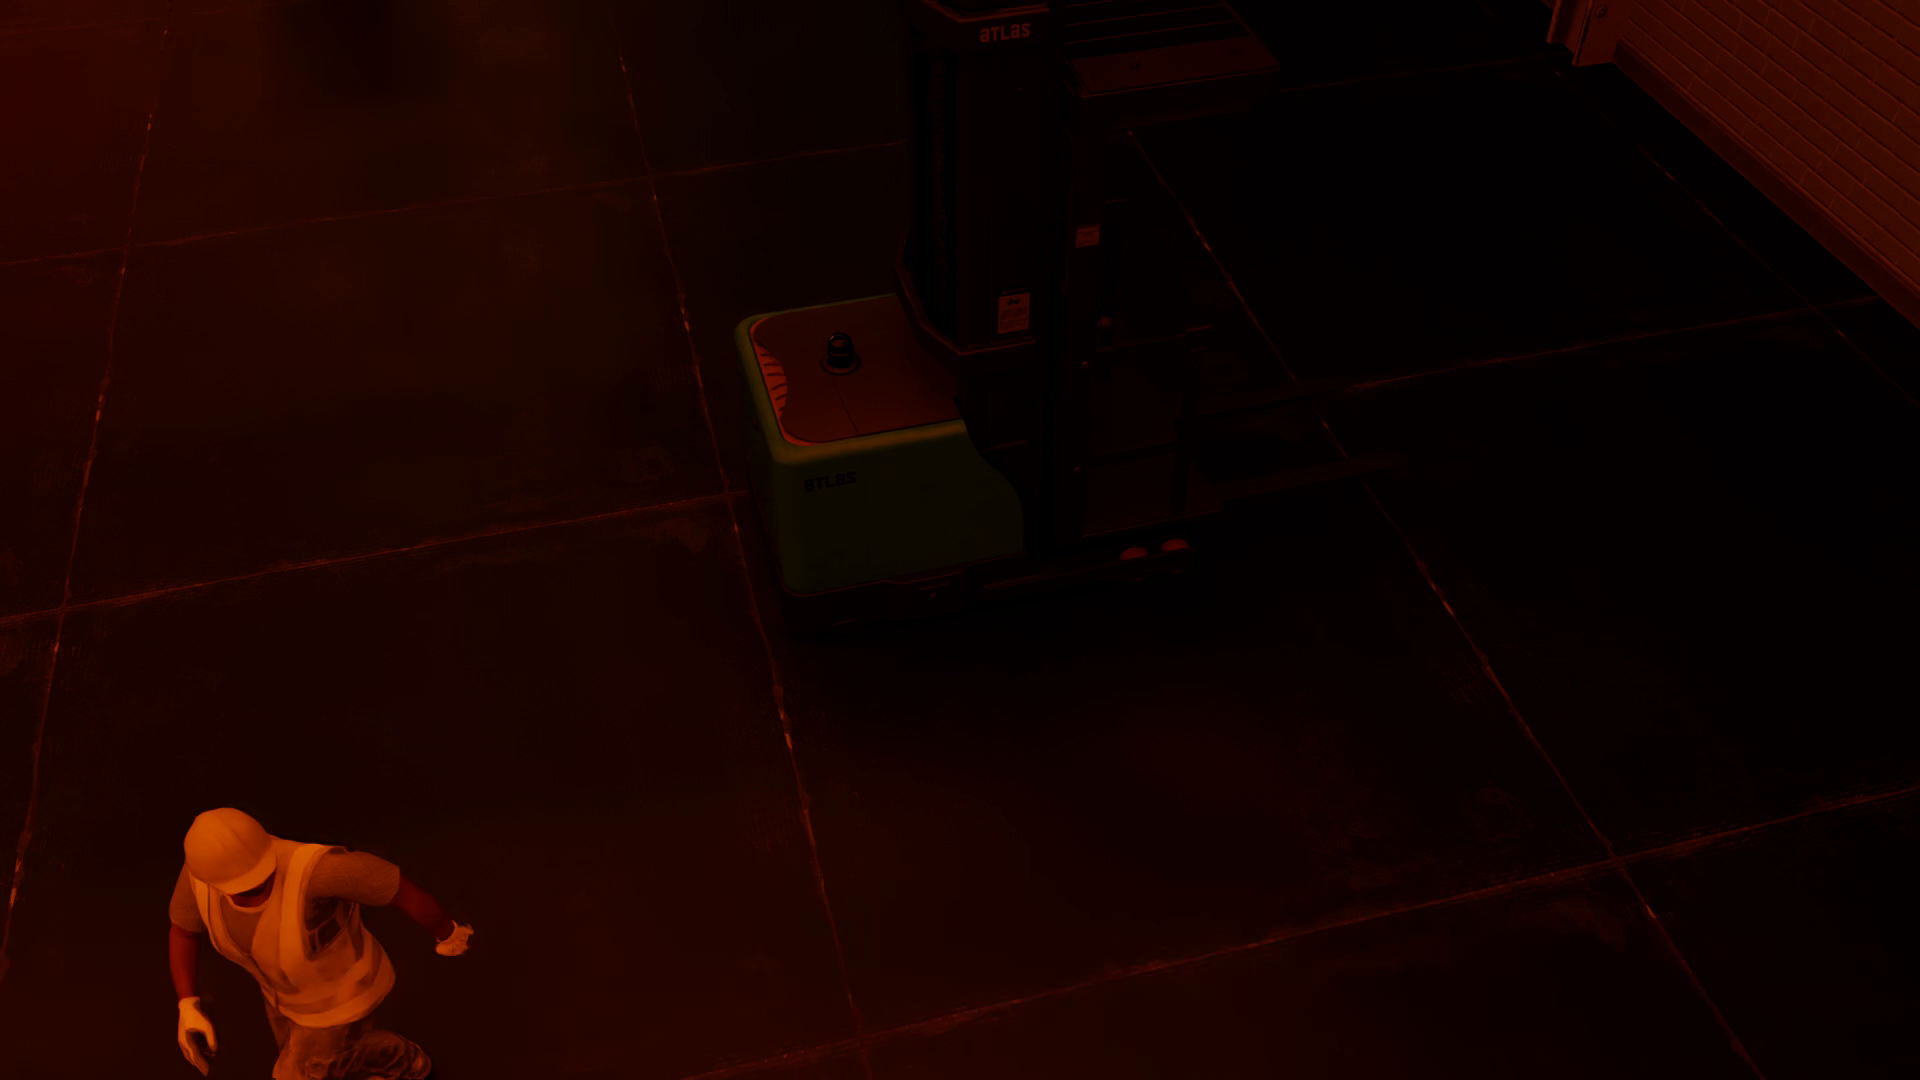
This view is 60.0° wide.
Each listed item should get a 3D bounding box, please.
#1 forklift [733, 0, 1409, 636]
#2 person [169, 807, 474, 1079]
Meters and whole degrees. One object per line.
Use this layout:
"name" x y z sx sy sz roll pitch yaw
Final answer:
"forklift" 0.575 -1.212 6.928 3.031 2.935 1.130 -11 44 -11
"person" -1.984 1.369 5.123 0.629 1.776 0.844 28 50 26
